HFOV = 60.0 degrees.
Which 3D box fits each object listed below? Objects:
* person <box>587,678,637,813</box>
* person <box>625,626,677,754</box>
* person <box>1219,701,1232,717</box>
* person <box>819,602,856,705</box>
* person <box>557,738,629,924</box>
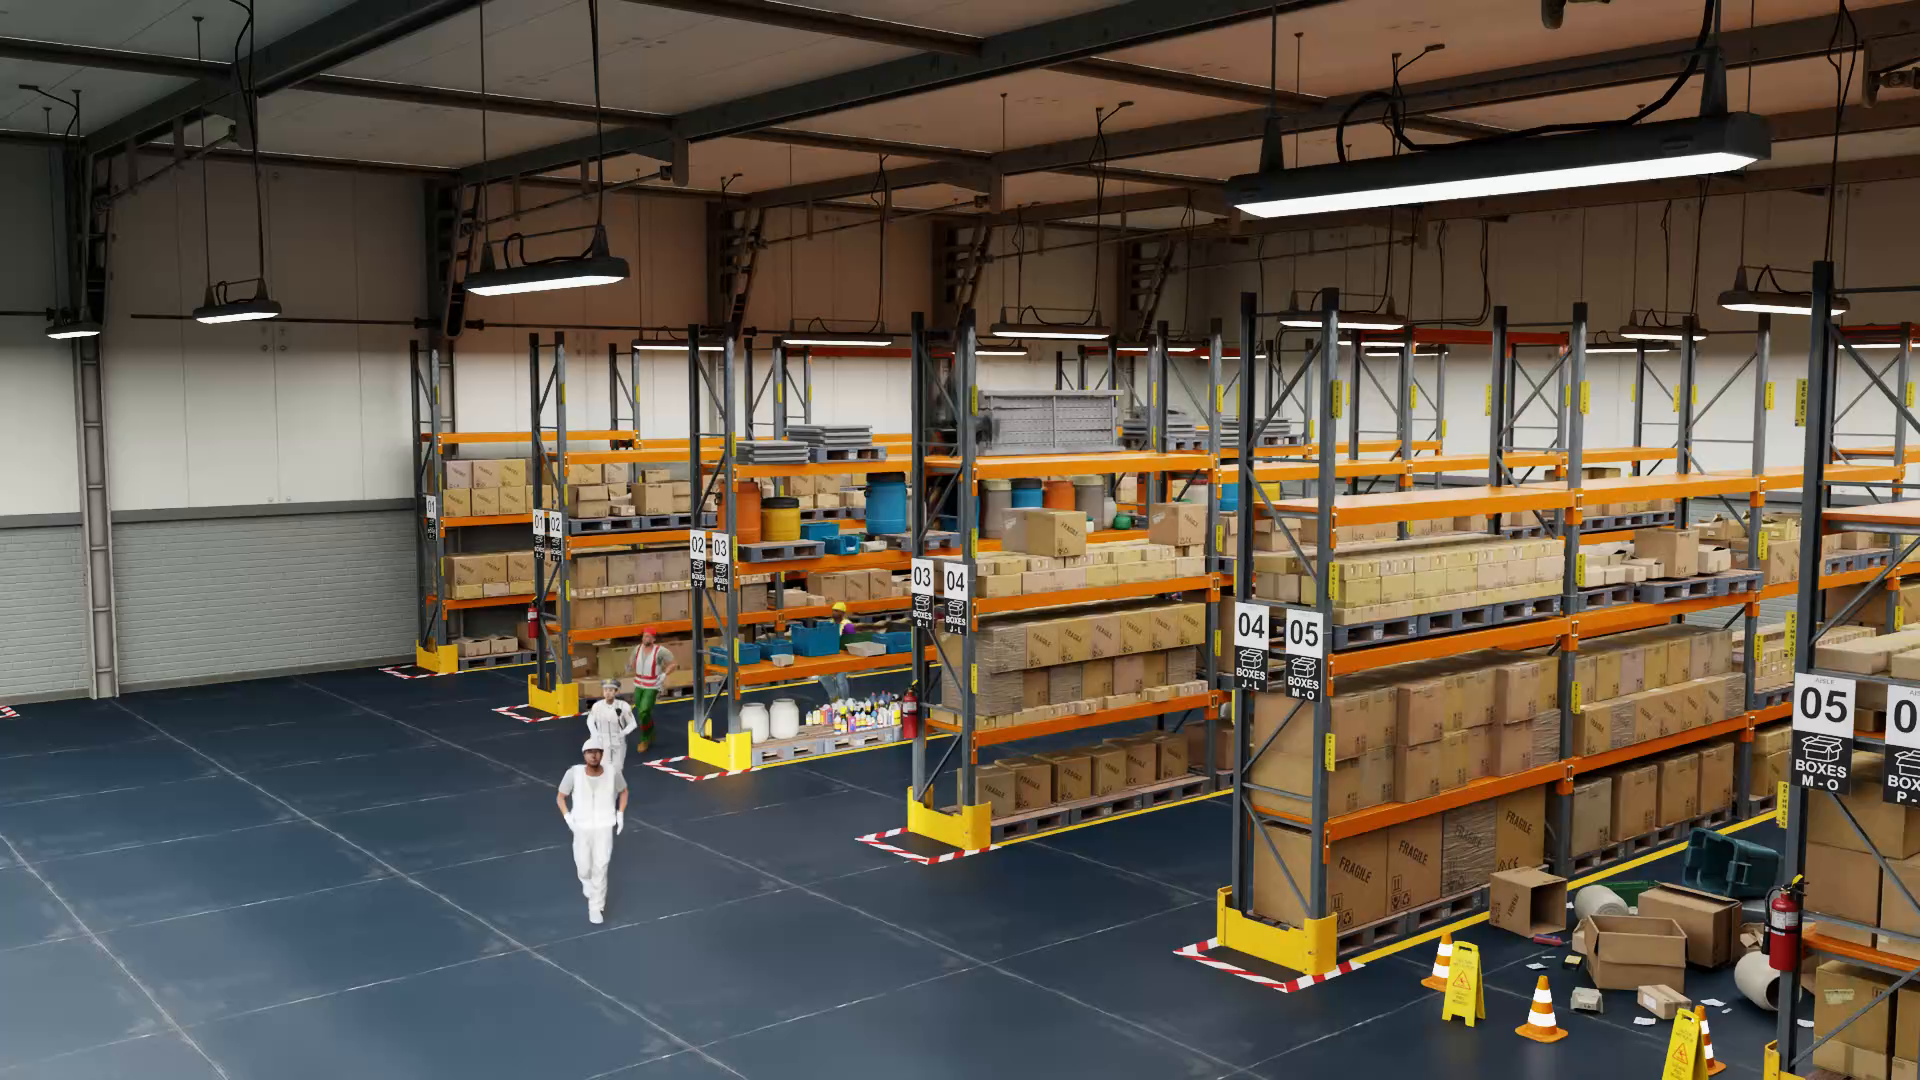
[{"bbox_3d":[-4.188,2.486,19.999,0.598,1.666,0.549,-1,5,-9],"label":"person"},{"bbox_3d":[-4.402,2.036,23.497,0.652,1.659,0.729,3,6,25],"label":"person"},{"bbox_3d":[4.042,1.972,24.895,0.718,1.764,1.024,4,7,40],"label":"person"},{"bbox_3d":[-1.960,1.846,26.356,0.692,1.741,0.660,3,6,32],"label":"person"},{"bbox_3d":[-3.584,2.795,16.264,0.685,1.757,0.752,-1,5,-12],"label":"person"}]
